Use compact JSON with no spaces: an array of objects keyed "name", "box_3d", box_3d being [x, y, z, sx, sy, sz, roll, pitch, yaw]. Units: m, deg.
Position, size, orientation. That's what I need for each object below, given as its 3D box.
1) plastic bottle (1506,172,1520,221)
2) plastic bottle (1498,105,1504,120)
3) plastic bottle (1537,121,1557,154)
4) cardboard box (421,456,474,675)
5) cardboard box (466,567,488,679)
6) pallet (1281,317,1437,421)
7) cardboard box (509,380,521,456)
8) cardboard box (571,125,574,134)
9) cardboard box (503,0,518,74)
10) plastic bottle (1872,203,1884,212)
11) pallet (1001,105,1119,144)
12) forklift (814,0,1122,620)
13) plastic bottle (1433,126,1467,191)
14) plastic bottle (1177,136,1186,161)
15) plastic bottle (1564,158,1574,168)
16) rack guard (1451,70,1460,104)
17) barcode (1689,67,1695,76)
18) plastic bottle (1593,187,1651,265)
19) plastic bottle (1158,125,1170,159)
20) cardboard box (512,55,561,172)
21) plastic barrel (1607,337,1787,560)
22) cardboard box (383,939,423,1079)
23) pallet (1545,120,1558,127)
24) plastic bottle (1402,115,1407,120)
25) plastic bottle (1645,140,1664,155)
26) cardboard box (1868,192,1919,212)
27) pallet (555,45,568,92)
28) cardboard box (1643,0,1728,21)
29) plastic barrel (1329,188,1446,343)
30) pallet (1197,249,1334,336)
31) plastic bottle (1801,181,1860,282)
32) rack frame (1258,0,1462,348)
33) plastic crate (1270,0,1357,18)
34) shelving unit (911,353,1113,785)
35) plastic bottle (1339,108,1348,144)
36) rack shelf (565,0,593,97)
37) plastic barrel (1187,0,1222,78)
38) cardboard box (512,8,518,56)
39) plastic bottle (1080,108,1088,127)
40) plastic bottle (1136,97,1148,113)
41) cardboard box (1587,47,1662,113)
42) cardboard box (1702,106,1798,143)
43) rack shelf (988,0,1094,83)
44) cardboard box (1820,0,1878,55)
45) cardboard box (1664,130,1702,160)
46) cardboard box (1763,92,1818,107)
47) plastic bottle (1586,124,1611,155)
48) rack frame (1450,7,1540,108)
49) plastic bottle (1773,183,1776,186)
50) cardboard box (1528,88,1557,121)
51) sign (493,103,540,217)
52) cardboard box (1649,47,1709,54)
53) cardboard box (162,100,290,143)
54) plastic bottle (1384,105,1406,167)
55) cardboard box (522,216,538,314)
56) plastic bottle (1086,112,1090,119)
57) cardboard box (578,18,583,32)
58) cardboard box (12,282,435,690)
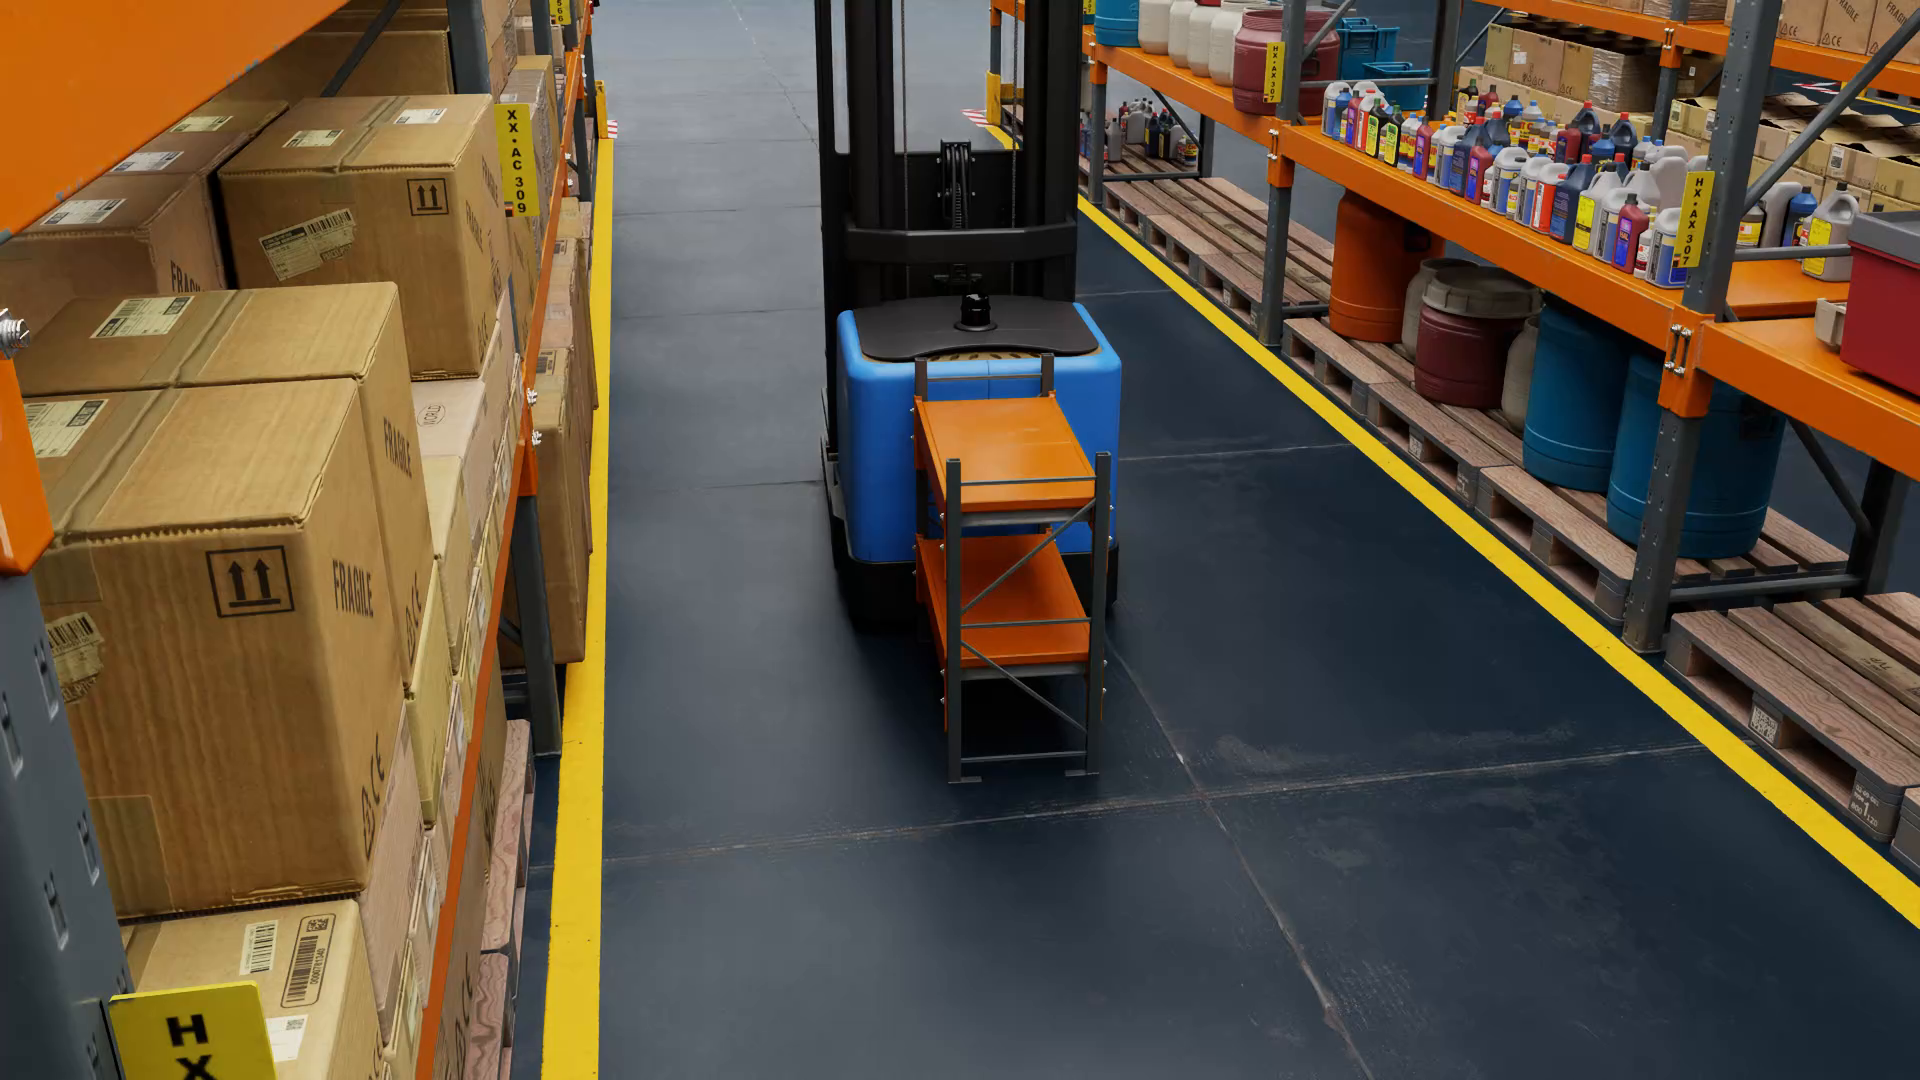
[{"name":"plastic bottle","box_3d":[2.404,-1.478,7.134,0.097,0.201,0.097,0,24,0]},{"name":"plastic bottle","box_3d":[2.847,-2.178,8.737,0.097,0.201,0.097,0,24,0]},{"name":"plastic bottle","box_3d":[2.937,-1.987,8.299,0.097,0.201,0.097,0,24,0]},{"name":"cardboard box","box_3d":[-1.217,0.058,3.186,0.500,0.250,0.500,-5,24,-11]},{"name":"cardboard box","box_3d":[-1.177,0.184,3.395,0.380,0.149,0.250,-4,24,-9]},{"name":"pallet","box_3d":[2.475,-0.988,9.247,1.003,0.211,1.213,-4,24,-10]},{"name":"cardboard box","box_3d":[-1.413,-0.320,4.549,0.380,0.149,0.250,-4,24,-9]},{"name":"cardboard box","box_3d":[-3.815,-3.920,15.076,0.500,0.500,0.500,2,24,4]},{"name":"cardboard box","box_3d":[-2.460,-2.423,7.671,0.797,0.503,0.637,-3,24,-8]},{"name":"plastic bottle","box_3d":[3.380,-1.121,6.216,0.061,0.283,0.133,-4,24,-10]},{"name":"pallet","box_3d":[1.015,-4.095,16.362,1.003,0.211,1.213,-4,24,-10]},{"name":"forklift","box_3d":[-0.075,-1.591,7.231,1.130,2.935,3.031,-3,24,-6]},{"name":"plastic bottle","box_3d":[2.308,-1.776,7.724,0.152,0.276,0.135,-4,24,-10]},{"name":"plastic bottle","box_3d":[1.883,-3.303,14.011,0.097,0.201,0.097,0,24,0]},{"name":"plastic bottle","box_3d":[2.571,-1.483,7.058,0.097,0.271,0.097,0,24,0]},{"name":"rack guard","box_3d":[5.674,-4.948,17.955,1.175,0.500,0.348,-4,24,-10]},{"name":"barcode","box_3d":[6.056,-3.876,13.750,0.001,0.075,0.075,-4,24,-10]},{"name":"plastic bottle","box_3d":[2.570,-1.217,6.444,0.152,0.276,0.135,-4,24,-10]},{"name":"plastic bottle","box_3d":[1.730,-3.377,14.080,0.061,0.283,0.133,-4,24,-10]},{"name":"cardboard box","box_3d":[-2.244,-2.076,8.130,0.500,0.500,0.500,-4,24,-8]},{"name":"plastic barrel","box_3d":[2.945,-0.445,6.619,0.600,0.901,0.708,-4,24,-10]},{"name":"cardboard box","box_3d":[-0.937,0.690,2.235,0.380,0.149,0.250,-5,24,-11]},{"name":"pallet","box_3d":[6.083,-4.030,16.213,1.003,0.211,1.213,-4,24,-10]},{"name":"plastic bottle","box_3d":[2.256,-2.122,8.609,0.097,0.201,0.097,0,24,0]},{"name":"plastic bottle","box_3d":[3.109,-1.653,7.449,0.097,0.271,0.097,0,24,0]},{"name":"cardboard box","box_3d":[6.722,-2.261,11.591,0.500,0.250,0.500,-5,24,-10]},{"name":"pallet","box_3d":[-2.985,-2.894,10.367,1.003,0.211,1.213,-4,24,-10]},{"name":"cardboard box","box_3d":[6.329,-4.731,14.209,0.700,0.500,0.500,-5,24,-11]},{"name":"plastic barrel","box_3d":[2.396,-1.579,9.305,0.600,0.830,0.708,-4,24,-10]},{"name":"pallet","box_3d":[2.184,-1.602,10.655,1.003,0.211,1.213,-4,24,-10]},{"name":"plastic bottle","box_3d":[3.274,-1.155,6.208,0.144,0.351,0.185,-4,24,-10]},{"name":"rack frame","box_3d":[2.289,-2.572,9.392,1.000,3.000,0.127,-4,24,-10]},{"name":"plastic crate","box_3d":[2.291,-3.260,10.887,0.402,0.464,0.583,-4,24,-10]},{"name":"shelving unit","box_3d":[0.148,0.063,5.701,0.538,1.125,1.048,-3,24,-6]},{"name":"plastic bottle","box_3d":[2.064,-2.201,8.791,0.097,0.201,0.097,0,24,0]},{"name":"rack shelf","box_3d":[-3.688,-4.236,14.101,1.077,0.370,4.000,-4,24,-10]},{"name":"plastic barrel","box_3d":[1.726,-3.357,11.018,0.433,0.535,0.433,0,24,0]},{"name":"cardboard box","box_3d":[-2.919,-2.866,9.414,0.700,0.500,0.500,-1,24,-2]},{"name":"plastic bottle","box_3d":[1.052,-3.568,14.432,0.144,0.351,0.185,-4,24,-10]},{"name":"plastic bottle","box_3d":[1.660,-3.796,14.954,0.144,0.351,0.185,-3,24,-8]},{"name":"cardboard box","box_3d":[6.036,-4.151,14.980,0.500,0.500,0.500,-4,24,-10]},{"name":"cardboard box","box_3d":[6.337,-3.322,13.319,0.500,0.311,0.500,-5,24,-10]},{"name":"rack shelf","box_3d":[1.179,-4.603,14.940,1.077,0.370,4.000,-4,24,-10]},{"name":"cardboard box","box_3d":[6.734,-3.849,12.191,0.500,0.500,0.500,-4,24,-10]},{"name":"cardboard box","box_3d":[6.249,-3.266,13.892,0.500,0.250,0.500,-5,24,-11]},{"name":"cardboard box","box_3d":[6.774,-3.562,13.869,0.500,0.311,0.500,-4,24,-10]},{"name":"plastic bottle","box_3d":[2.993,-1.812,7.797,0.061,0.283,0.133,-4,24,-10]},{"name":"rack frame","box_3d":[5.678,-6.084,17.433,1.000,3.000,0.127,-4,24,-10]},{"name":"plastic bottle","box_3d":[3.255,-1.342,6.736,0.097,0.271,0.097,0,24,0]},{"name":"cardboard box","box_3d":[5.834,-4.199,16.028,0.500,0.250,0.500,-4,24,-10]},{"name":"sign","box_3d":[-1.294,-1.107,4.857,0.100,0.325,0.005,-4,24,-10]},{"name":"cardboard box","box_3d":[6.539,-4.189,15.067,0.500,0.500,0.500,-4,24,-10]},{"name":"cardboard box","box_3d":[-2.002,-0.836,4.296,0.500,0.500,0.500,-4,24,-10]},{"name":"plastic bottle","box_3d":[2.159,-1.996,8.218,0.061,0.283,0.133,-4,24,-10]},{"name":"cardboard box","box_3d":[-1.772,-1.075,5.840,0.500,0.500,0.500,-4,24,-10]},{"name":"plastic bottle","box_3d":[1.130,-3.609,14.611,0.061,0.283,0.133,-4,24,-10]},{"name":"cardboard box","box_3d":[-3.231,-4.166,13.354,0.380,0.149,0.250,-4,24,-10]},{"name":"cardboard box","box_3d":[-1.117,-0.079,2.562,0.500,0.500,0.500,-5,24,-11]}]
